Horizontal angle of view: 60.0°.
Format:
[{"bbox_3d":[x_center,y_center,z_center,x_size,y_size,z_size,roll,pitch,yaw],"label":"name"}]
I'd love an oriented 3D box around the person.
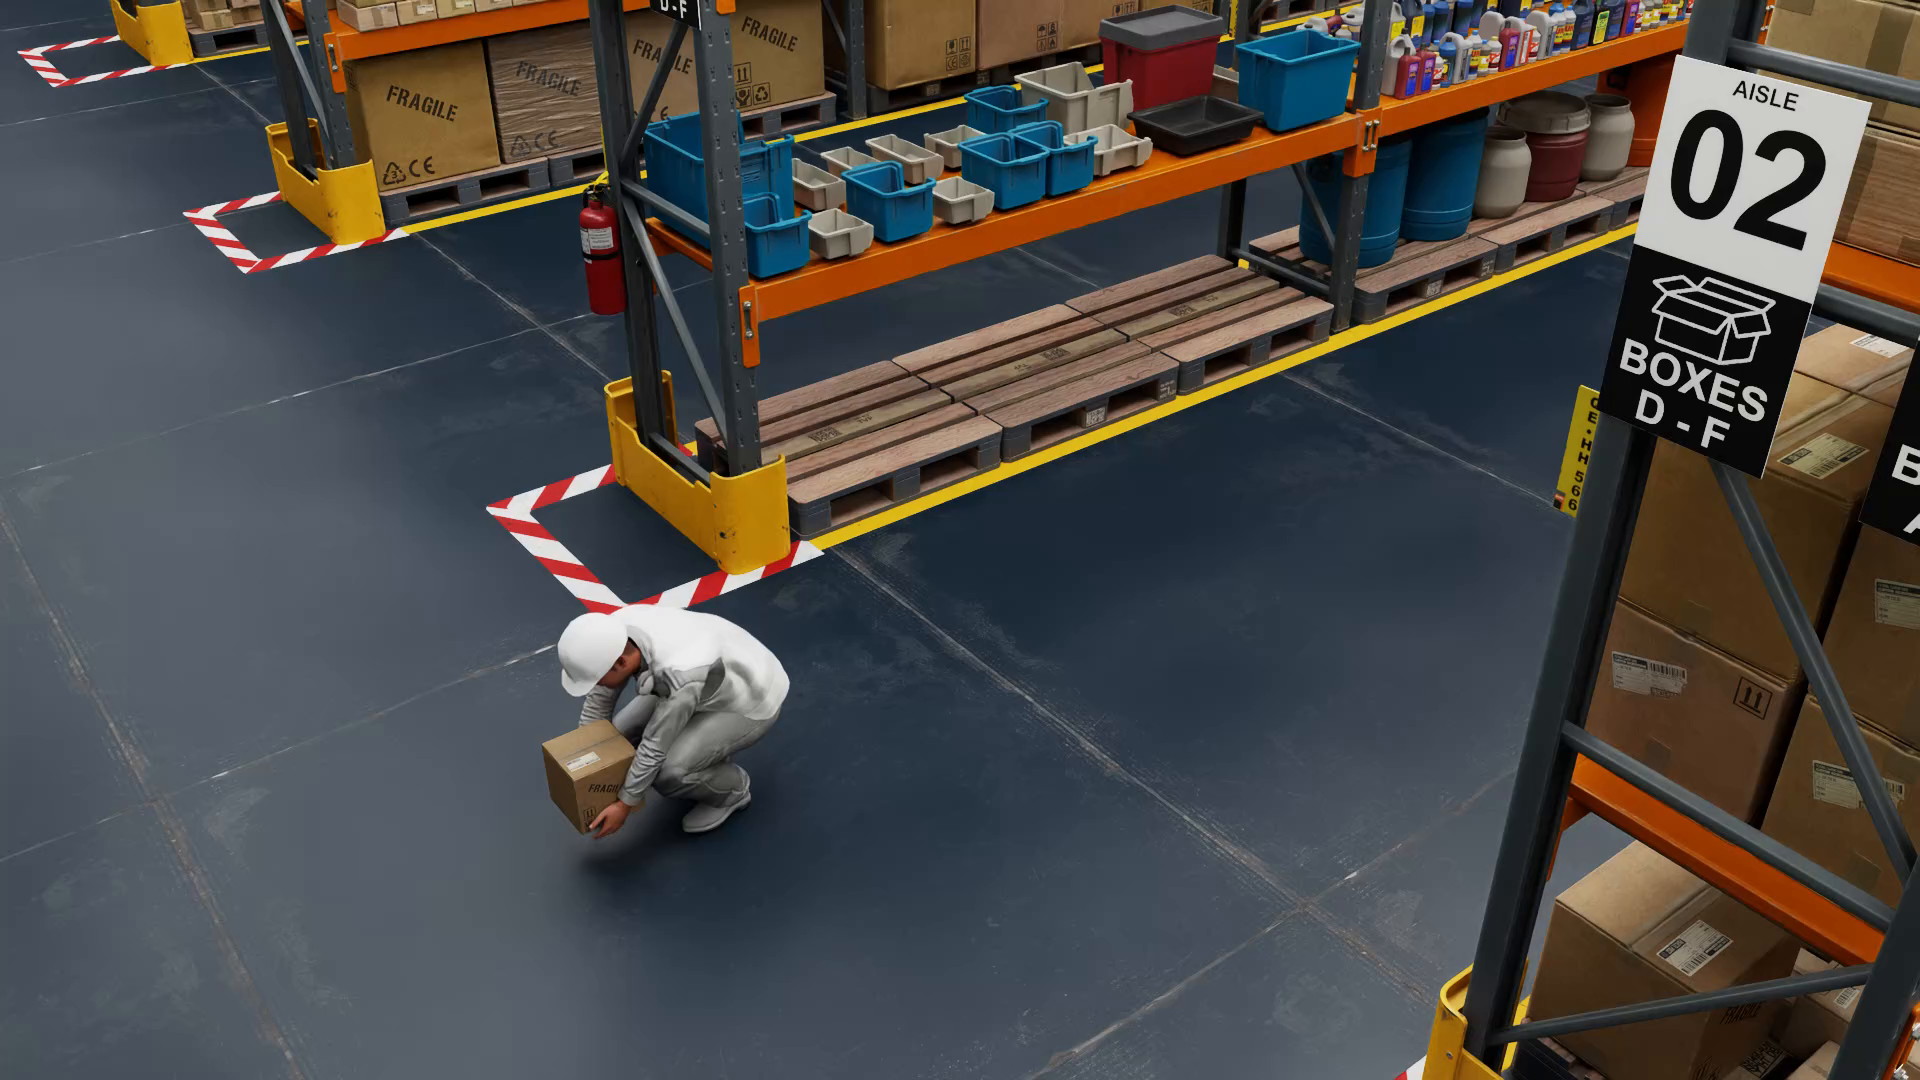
[{"bbox_3d":[-1.027,0.572,5.920,0.863,1.019,0.523,-23,39,-32],"label":"person"}]
